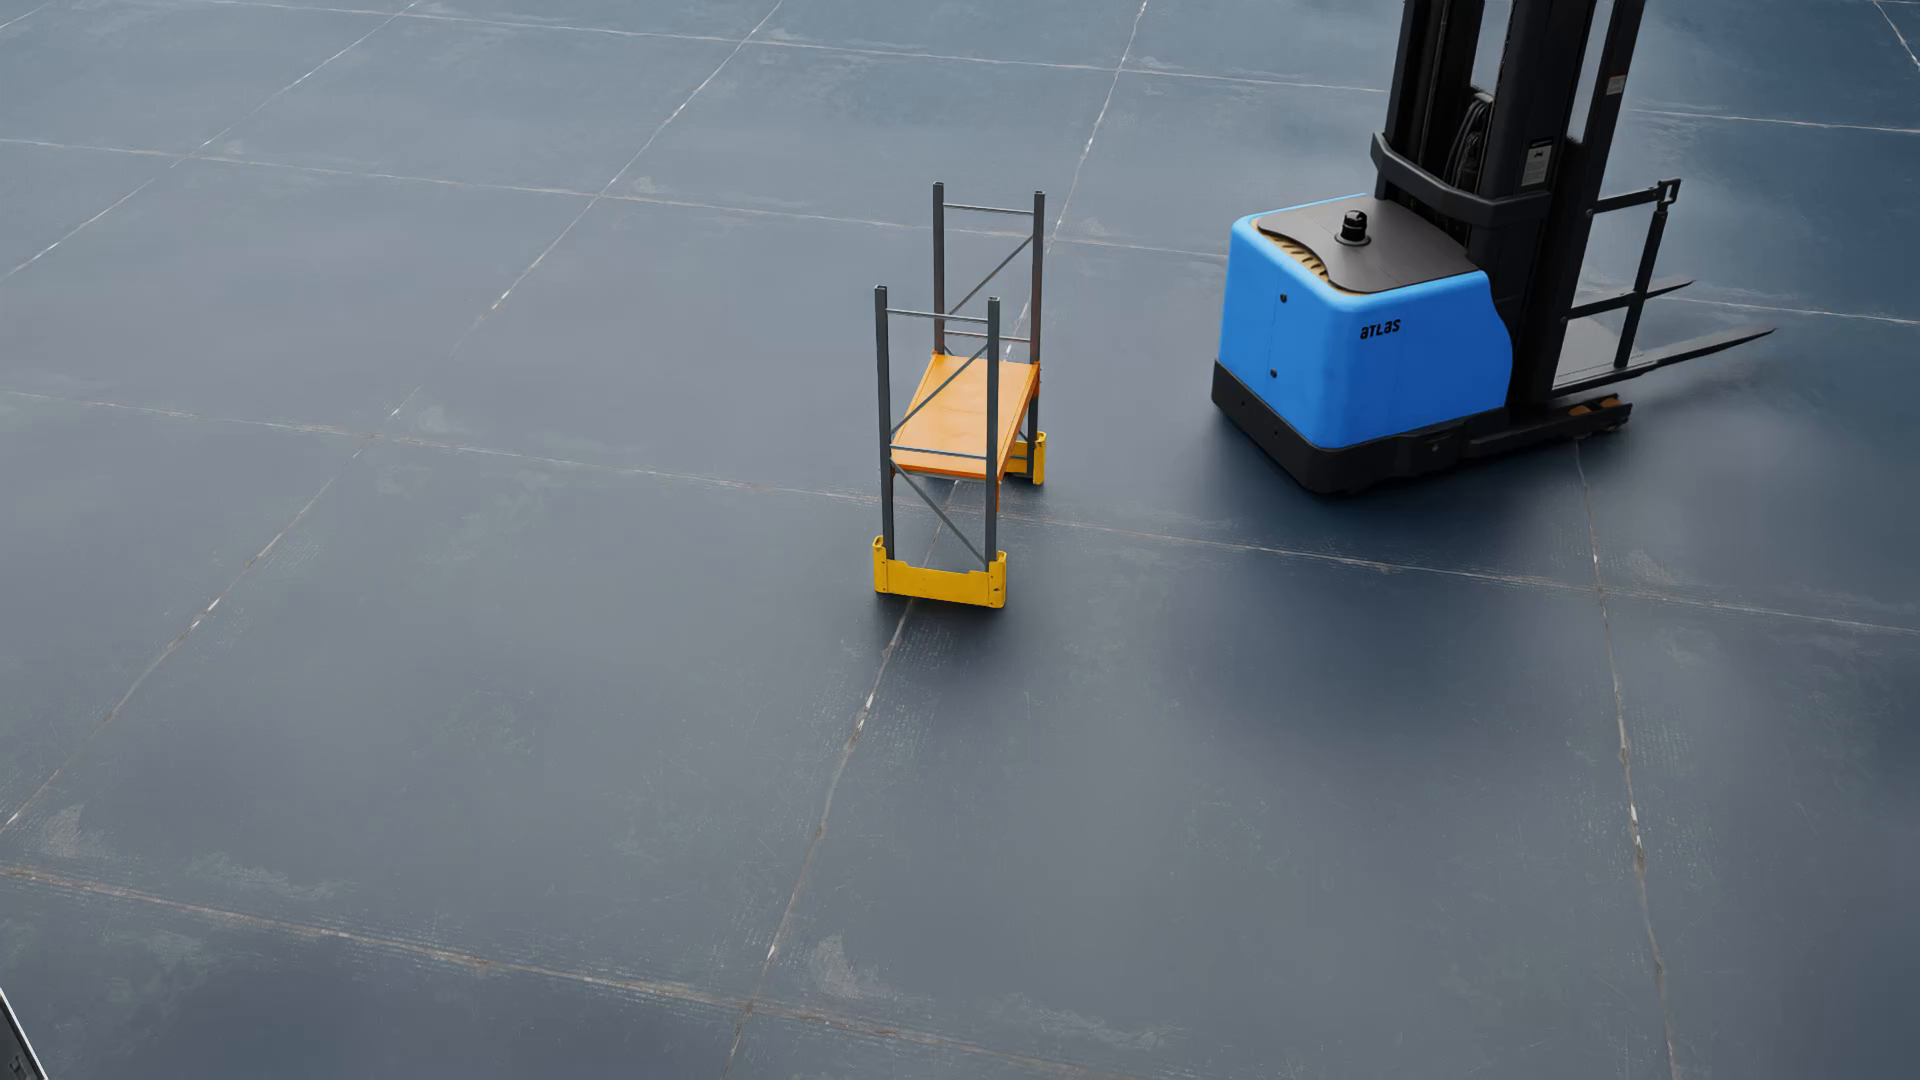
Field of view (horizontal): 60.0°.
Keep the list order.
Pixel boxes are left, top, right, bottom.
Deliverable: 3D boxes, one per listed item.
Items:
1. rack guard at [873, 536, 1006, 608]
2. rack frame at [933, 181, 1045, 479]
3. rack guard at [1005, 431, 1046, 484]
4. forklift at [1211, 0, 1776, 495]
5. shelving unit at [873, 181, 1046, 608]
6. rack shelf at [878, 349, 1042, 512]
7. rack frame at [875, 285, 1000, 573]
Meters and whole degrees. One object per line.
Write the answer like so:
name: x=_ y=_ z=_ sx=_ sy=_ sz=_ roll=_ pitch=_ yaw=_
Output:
rack guard: x=-0.090 y=0.141 z=7.343 sx=0.587 sy=0.250 sz=0.087 roll=7 pitch=37 yaw=10
rack frame: x=0.127 y=-0.948 z=7.779 sx=0.500 sy=1.500 sz=0.032 roll=7 pitch=37 yaw=10
rack guard: x=0.123 y=-0.430 z=8.131 sx=0.587 sy=0.250 sz=0.087 roll=7 pitch=37 yaw=10
forklift: x=2.869 y=-1.969 z=7.969 sx=3.031 sy=2.935 sz=1.130 roll=-14 pitch=38 yaw=-19
shelving unit: x=0.016 y=-0.651 z=7.370 sx=0.587 sy=1.500 sz=1.083 roll=7 pitch=37 yaw=10
rack shelf: x=0.018 y=-0.511 z=7.483 sx=0.538 sy=0.185 sz=1.000 roll=7 pitch=37 yaw=10
rack frame: x=-0.090 y=-0.365 z=6.975 sx=0.500 sy=1.500 sz=0.032 roll=7 pitch=37 yaw=10
